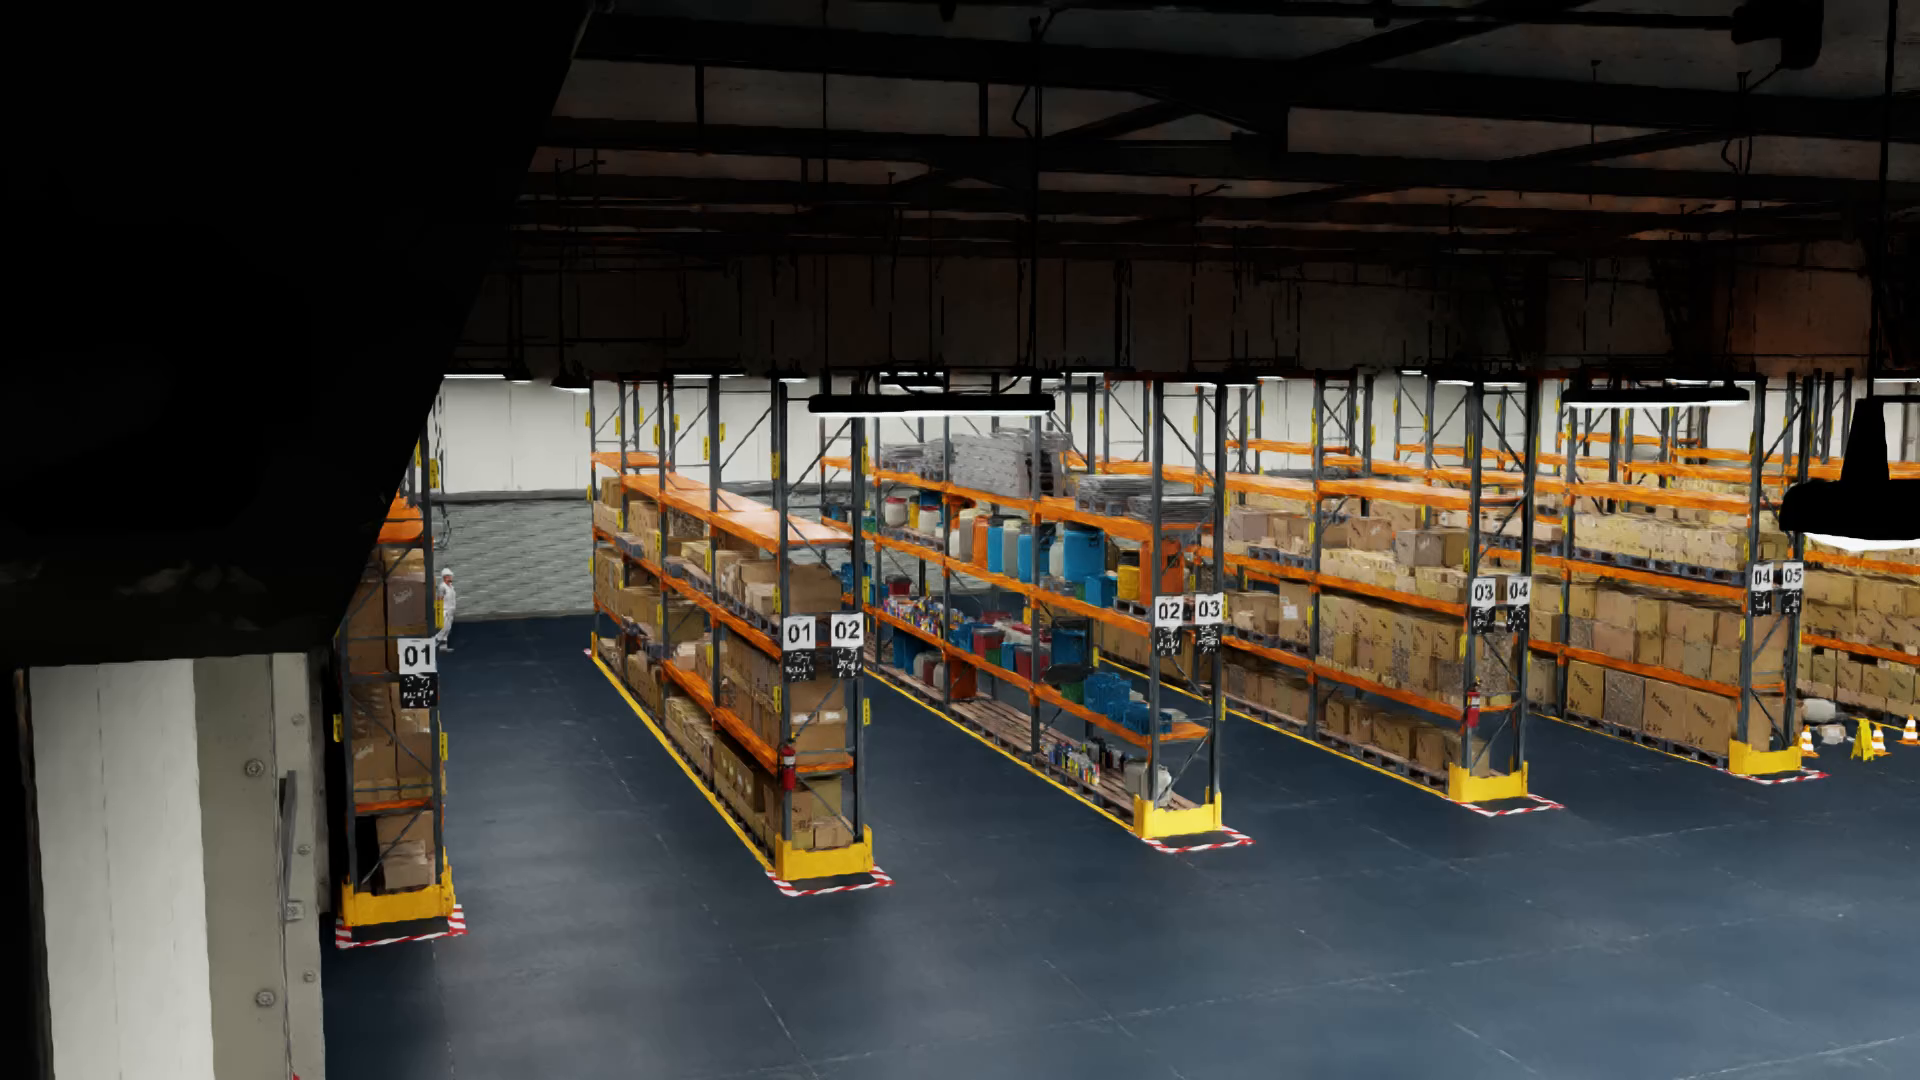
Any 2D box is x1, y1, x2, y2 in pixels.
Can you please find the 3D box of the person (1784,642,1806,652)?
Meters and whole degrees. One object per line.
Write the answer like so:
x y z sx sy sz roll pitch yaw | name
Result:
17.585 1.570 35.155 0.562 1.663 0.587 0 6 3 | person

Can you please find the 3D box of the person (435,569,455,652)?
-10.970 1.502 35.260 0.460 1.780 0.704 1 6 9 | person

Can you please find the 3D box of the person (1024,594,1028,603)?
1.902 0.836 42.204 0.598 1.600 0.506 -3 7 -23 | person
